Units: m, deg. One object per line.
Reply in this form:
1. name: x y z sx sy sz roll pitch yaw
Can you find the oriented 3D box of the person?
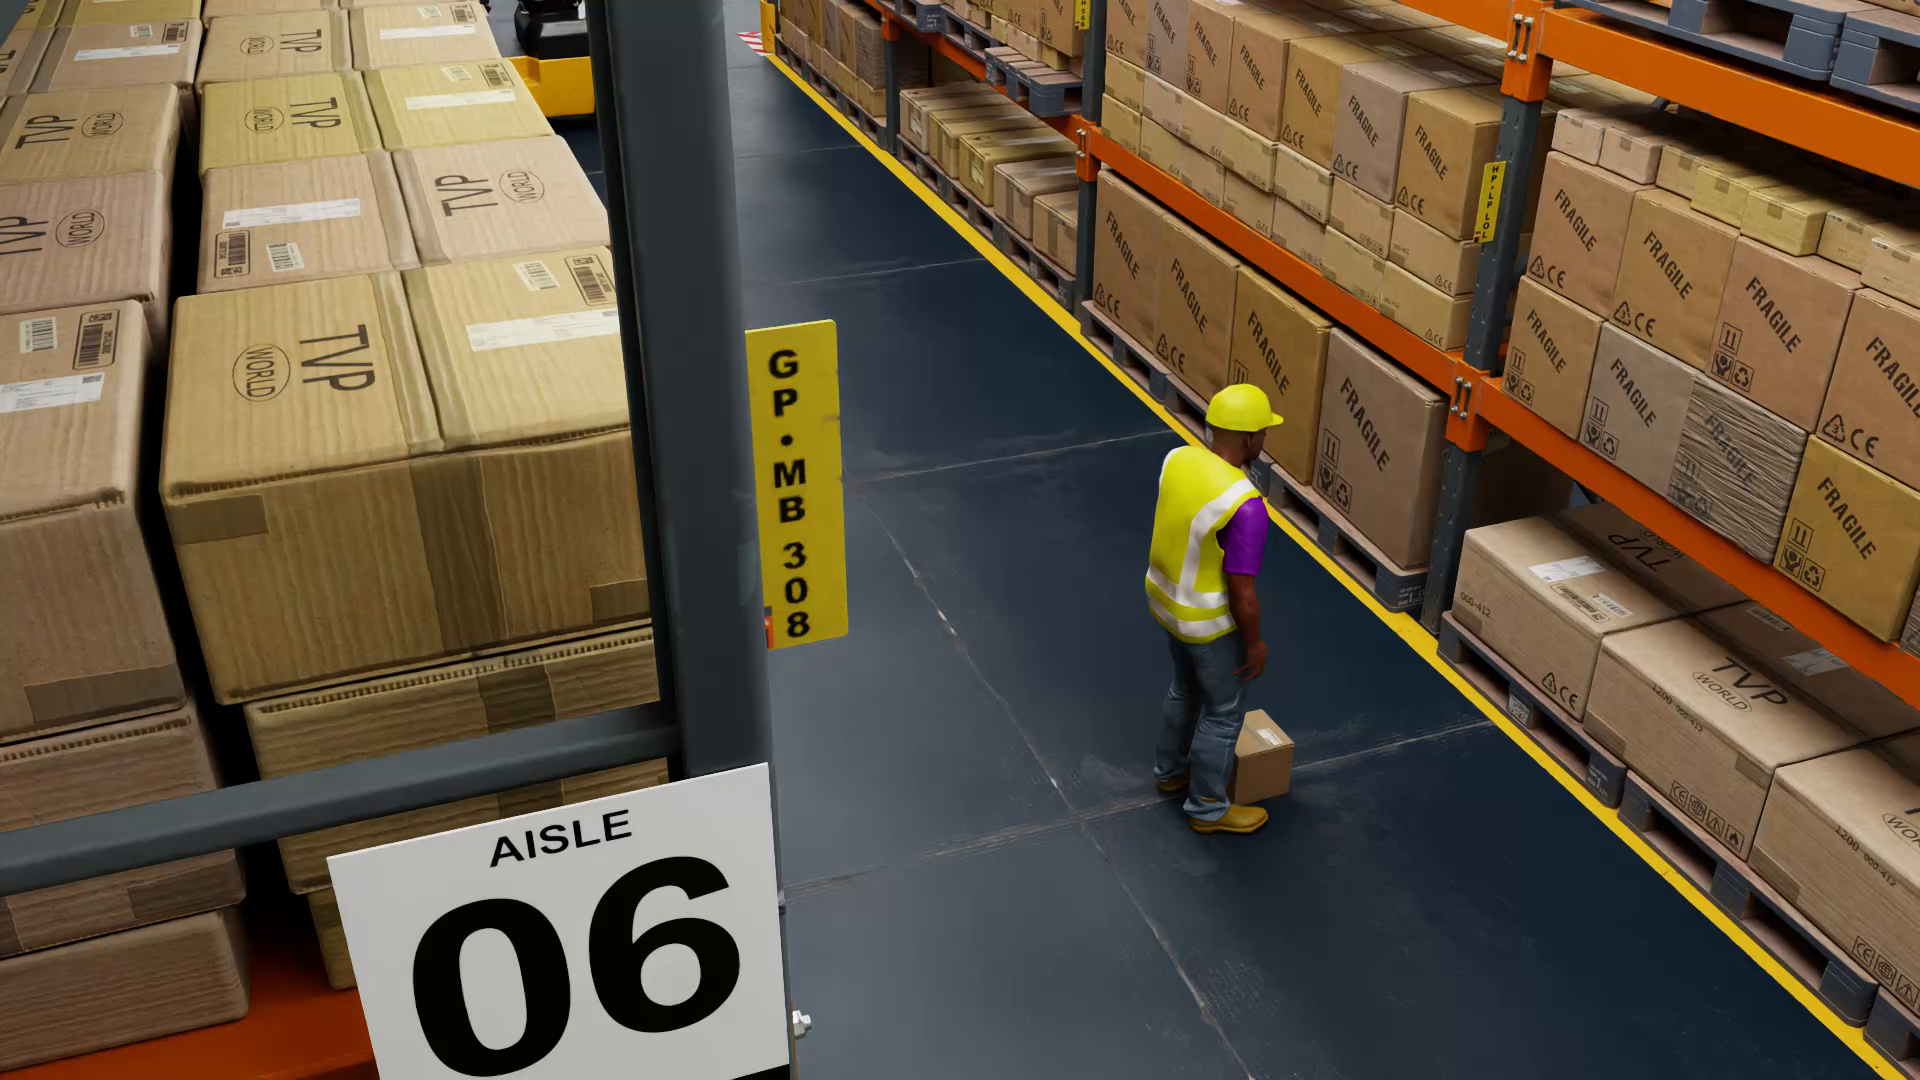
1. person: 0.934 0.253 6.167 0.460 1.759 0.629 -12 32 -20
